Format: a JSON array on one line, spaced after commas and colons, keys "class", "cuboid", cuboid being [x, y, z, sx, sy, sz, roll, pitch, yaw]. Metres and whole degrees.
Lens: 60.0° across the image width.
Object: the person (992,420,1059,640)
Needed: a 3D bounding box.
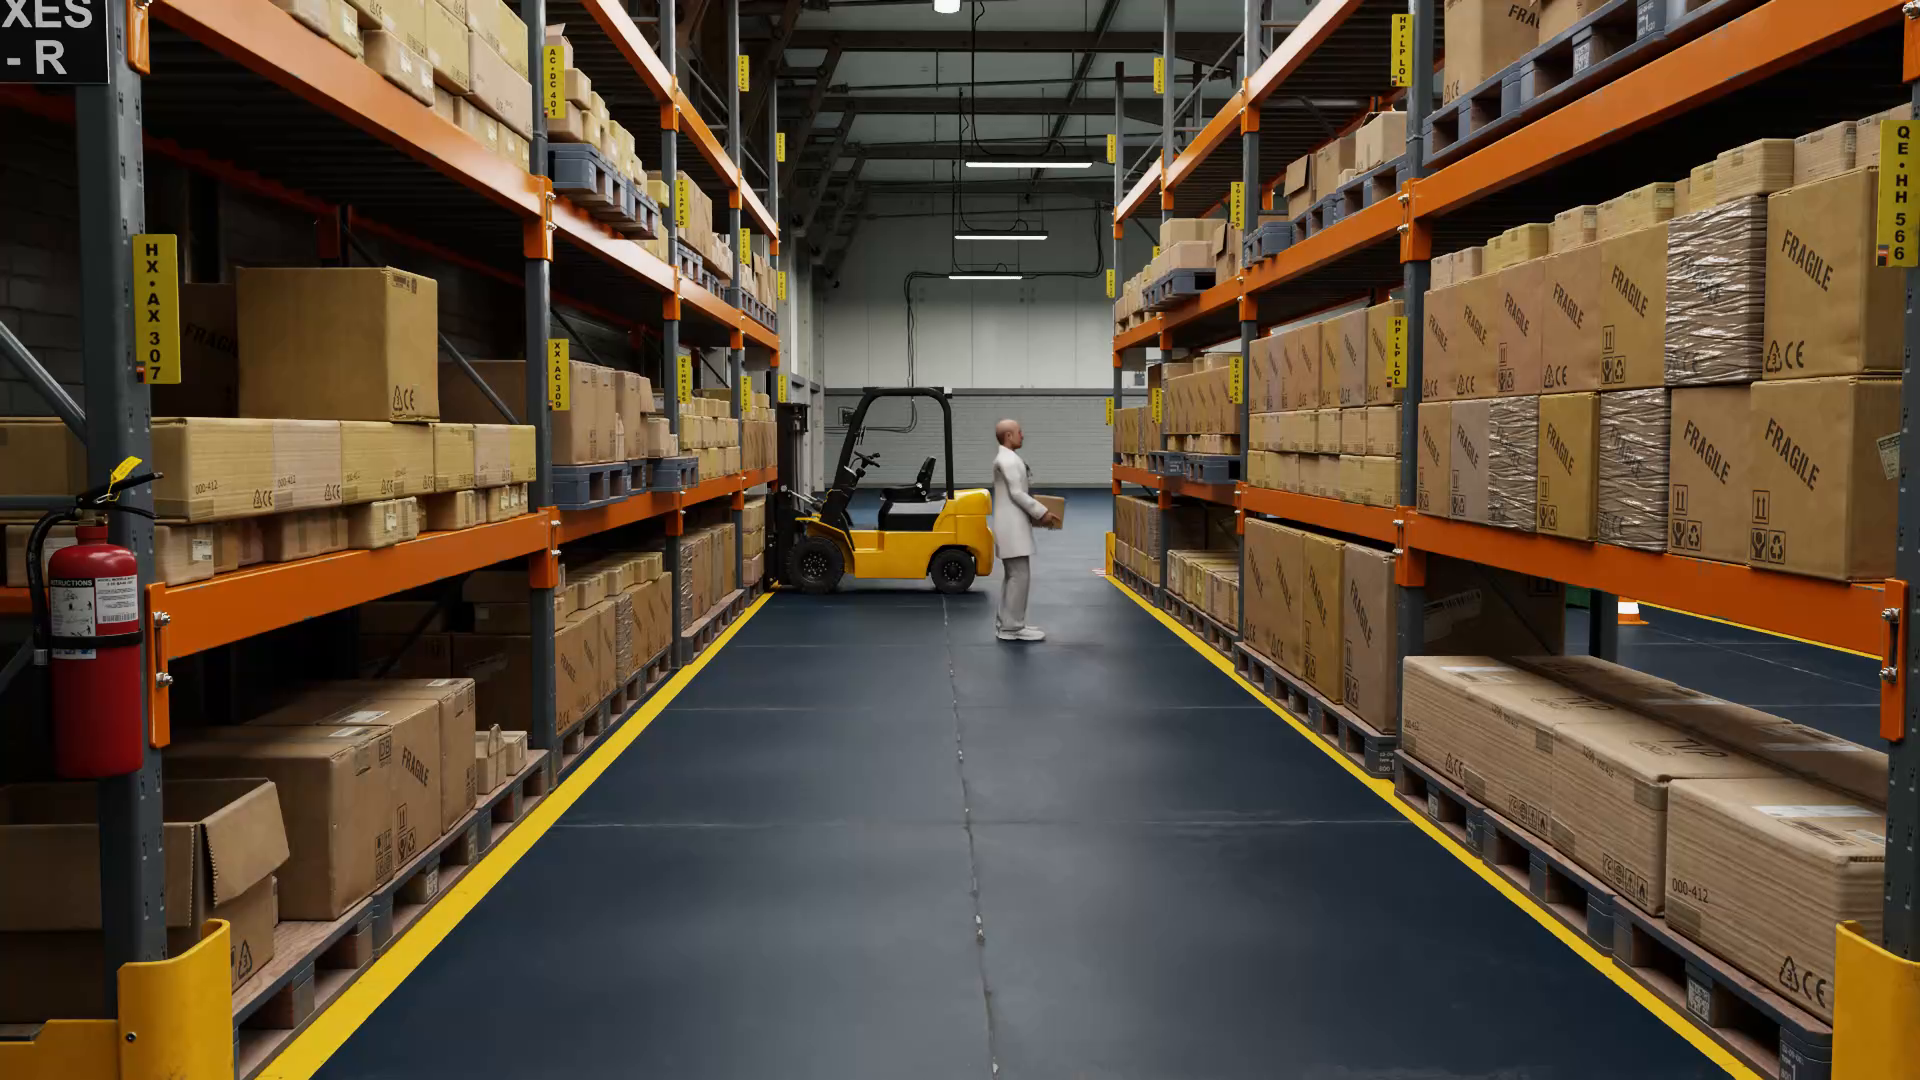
[{"class": "person", "cuboid": [0.529, -0.088, 13.524, 0.535, 1.780, 0.548, 0, 4, -2]}]
